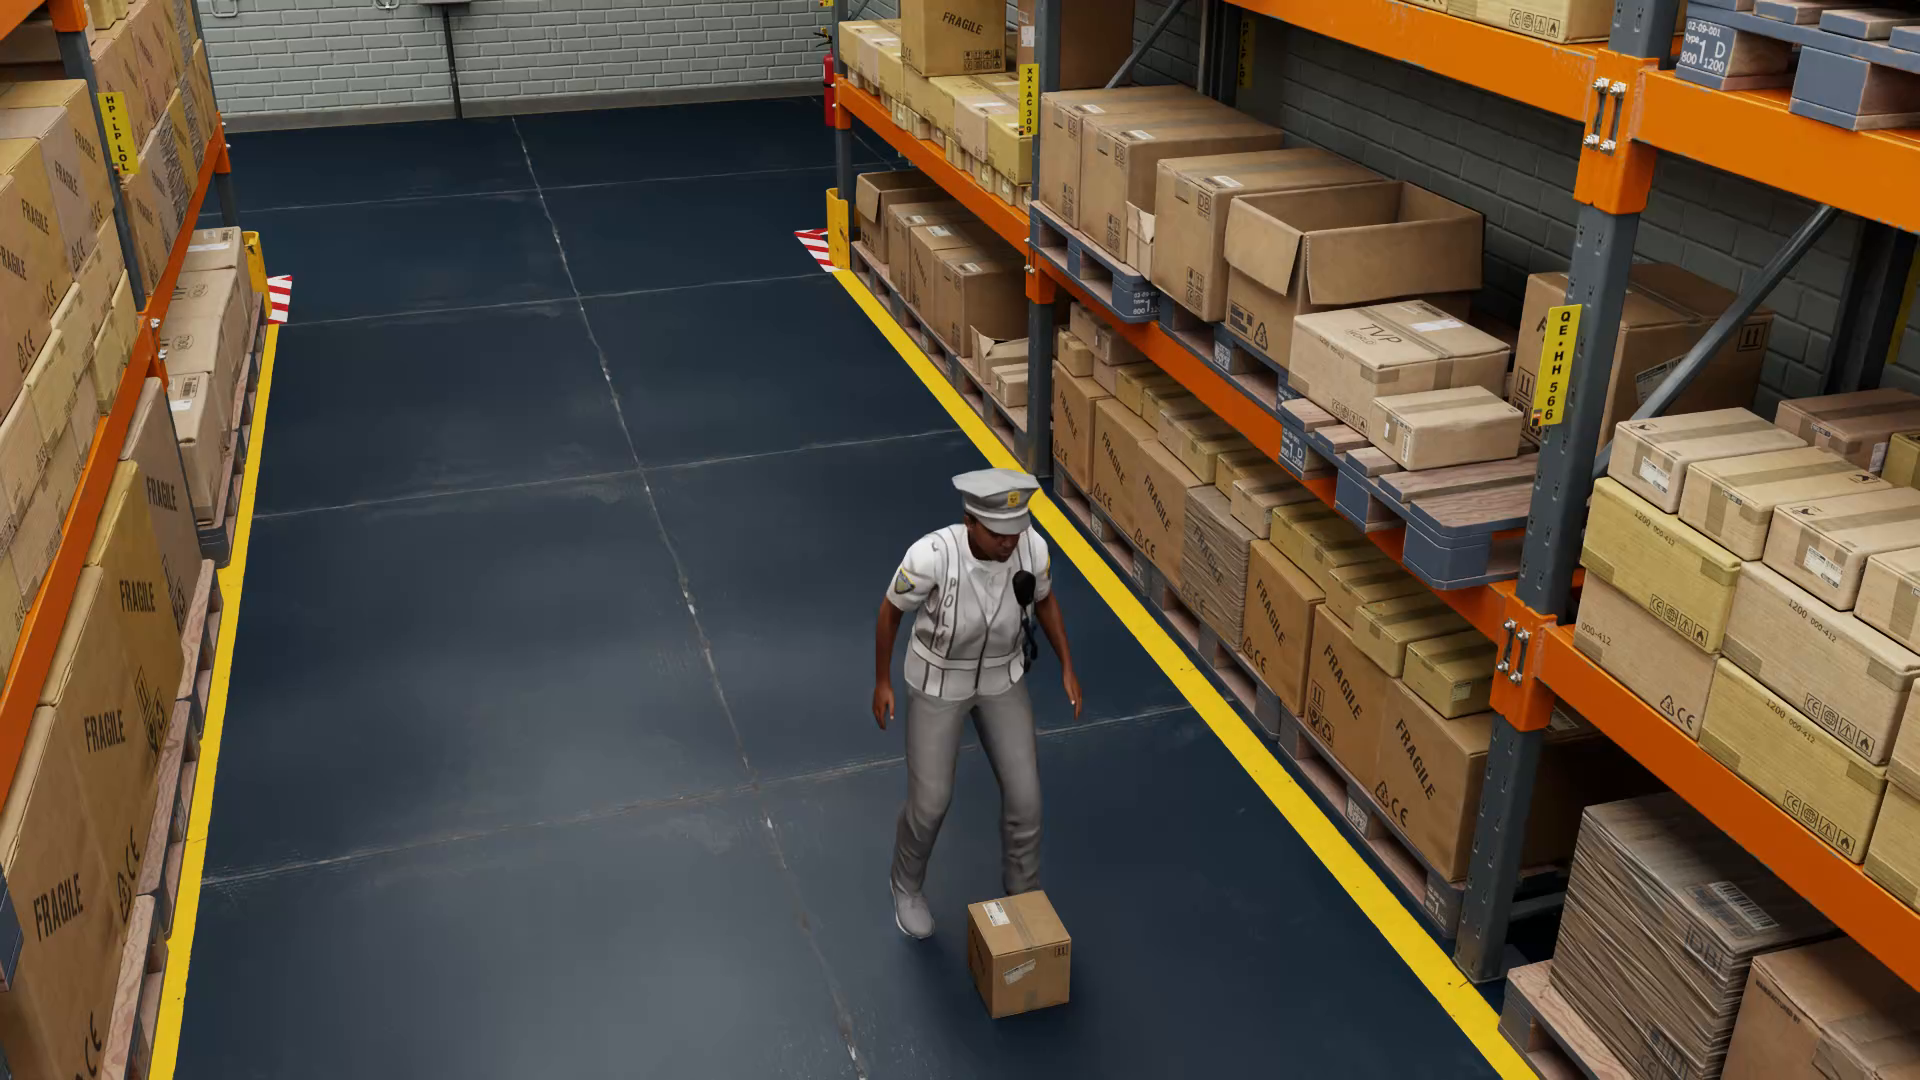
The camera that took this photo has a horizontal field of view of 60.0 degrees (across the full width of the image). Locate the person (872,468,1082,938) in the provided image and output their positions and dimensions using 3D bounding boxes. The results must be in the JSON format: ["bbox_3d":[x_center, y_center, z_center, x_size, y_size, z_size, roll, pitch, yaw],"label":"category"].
[{"bbox_3d":[0.069,0.505,5.178,0.646,1.630,0.525,-8,28,-16],"label":"person"}]
